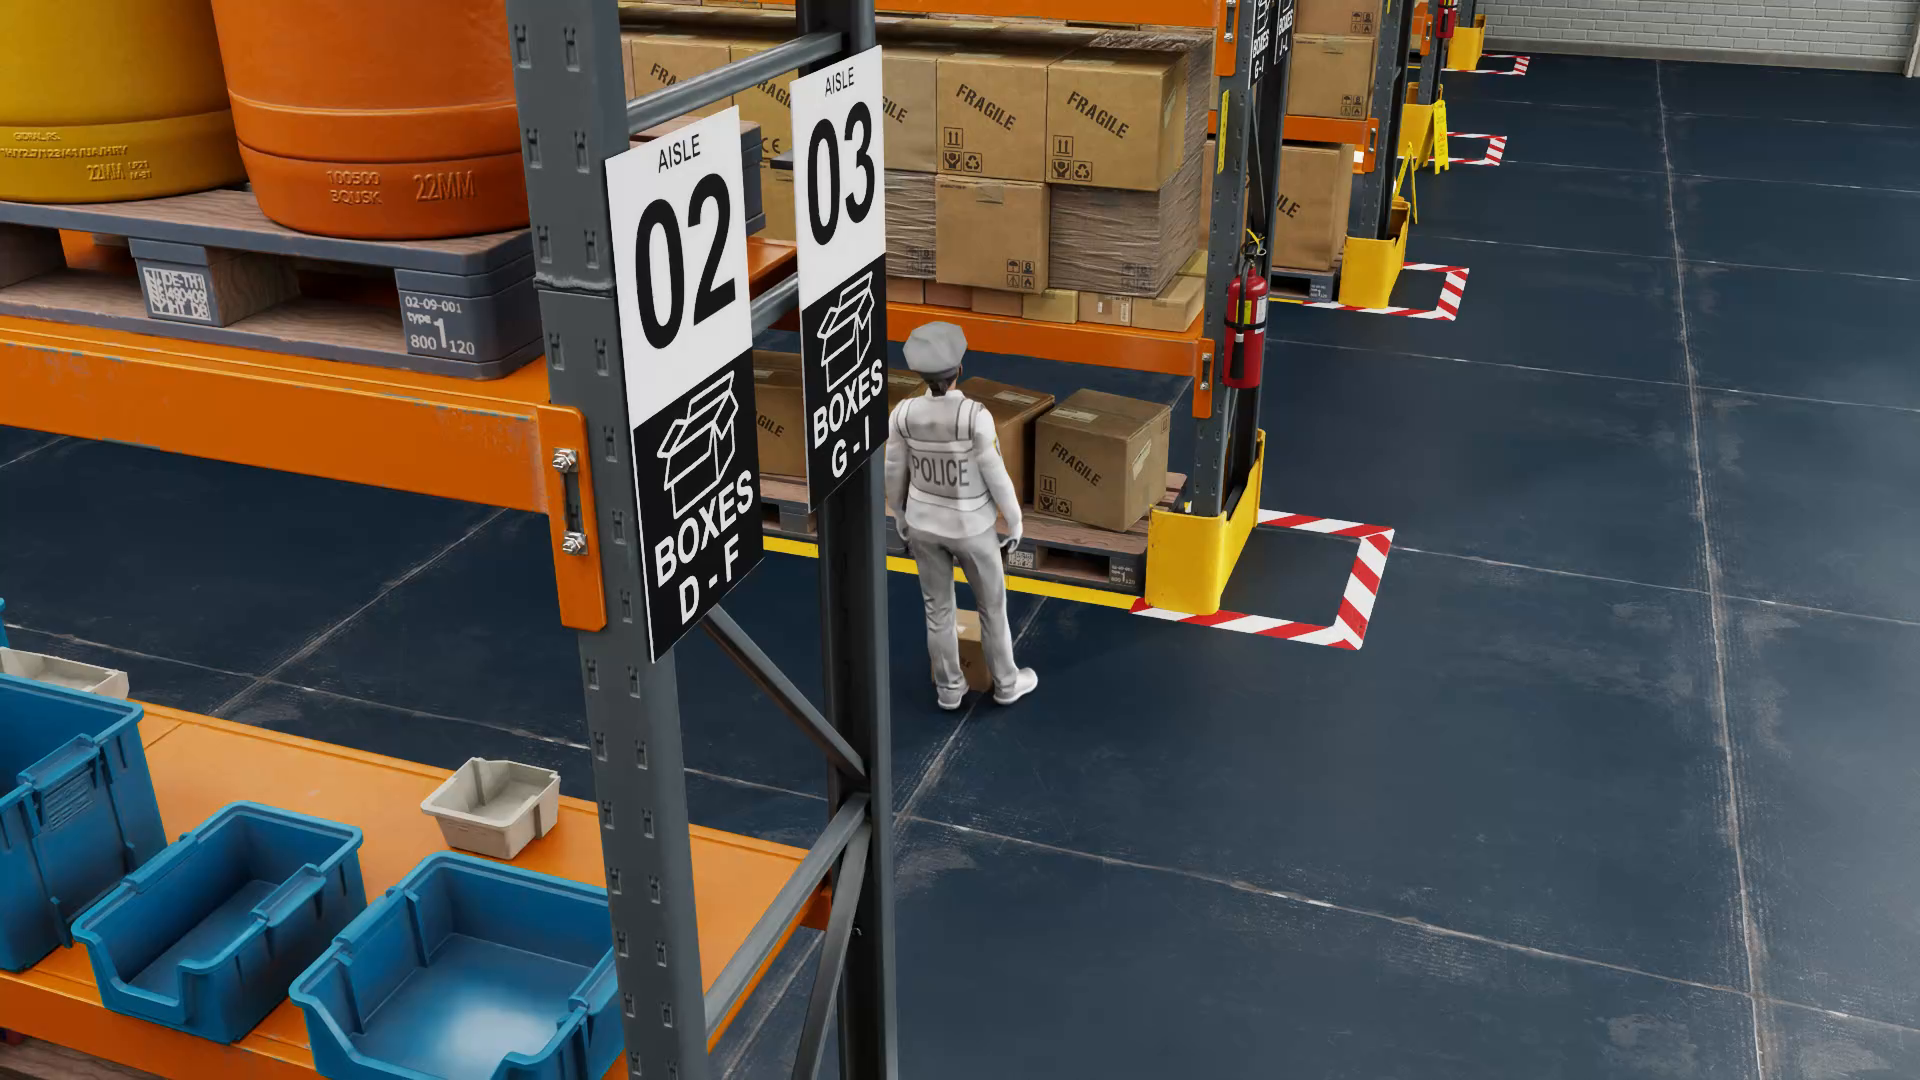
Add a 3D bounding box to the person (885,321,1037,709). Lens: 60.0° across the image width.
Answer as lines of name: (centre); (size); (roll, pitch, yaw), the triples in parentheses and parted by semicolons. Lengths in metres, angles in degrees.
person: (-0.006, -0.090, 6.737); (0.580, 1.695, 0.535); (9, 27, 18)
